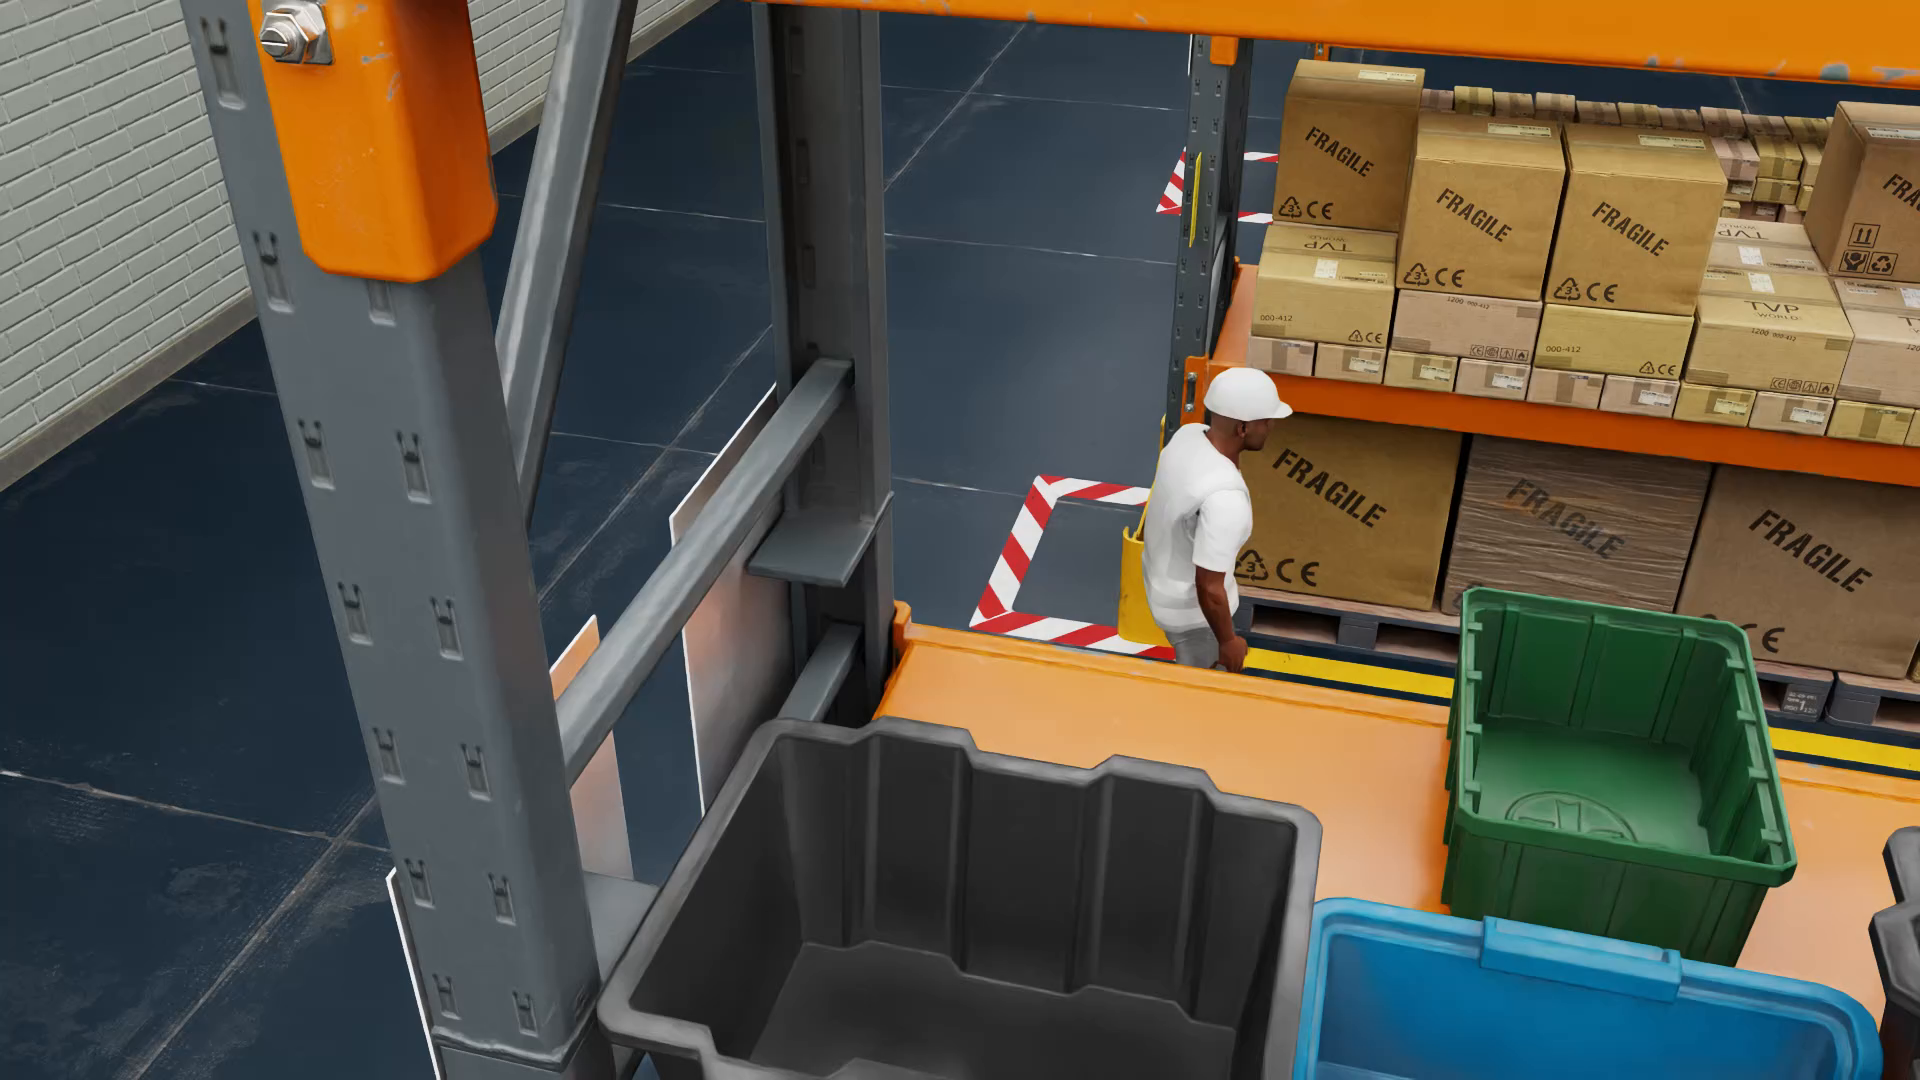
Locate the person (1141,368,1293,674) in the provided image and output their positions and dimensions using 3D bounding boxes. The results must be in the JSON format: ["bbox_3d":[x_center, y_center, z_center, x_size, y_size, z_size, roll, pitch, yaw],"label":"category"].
[{"bbox_3d":[0.858,0.205,5.800,0.452,1.761,0.609,-1,33,-2],"label":"person"}]
